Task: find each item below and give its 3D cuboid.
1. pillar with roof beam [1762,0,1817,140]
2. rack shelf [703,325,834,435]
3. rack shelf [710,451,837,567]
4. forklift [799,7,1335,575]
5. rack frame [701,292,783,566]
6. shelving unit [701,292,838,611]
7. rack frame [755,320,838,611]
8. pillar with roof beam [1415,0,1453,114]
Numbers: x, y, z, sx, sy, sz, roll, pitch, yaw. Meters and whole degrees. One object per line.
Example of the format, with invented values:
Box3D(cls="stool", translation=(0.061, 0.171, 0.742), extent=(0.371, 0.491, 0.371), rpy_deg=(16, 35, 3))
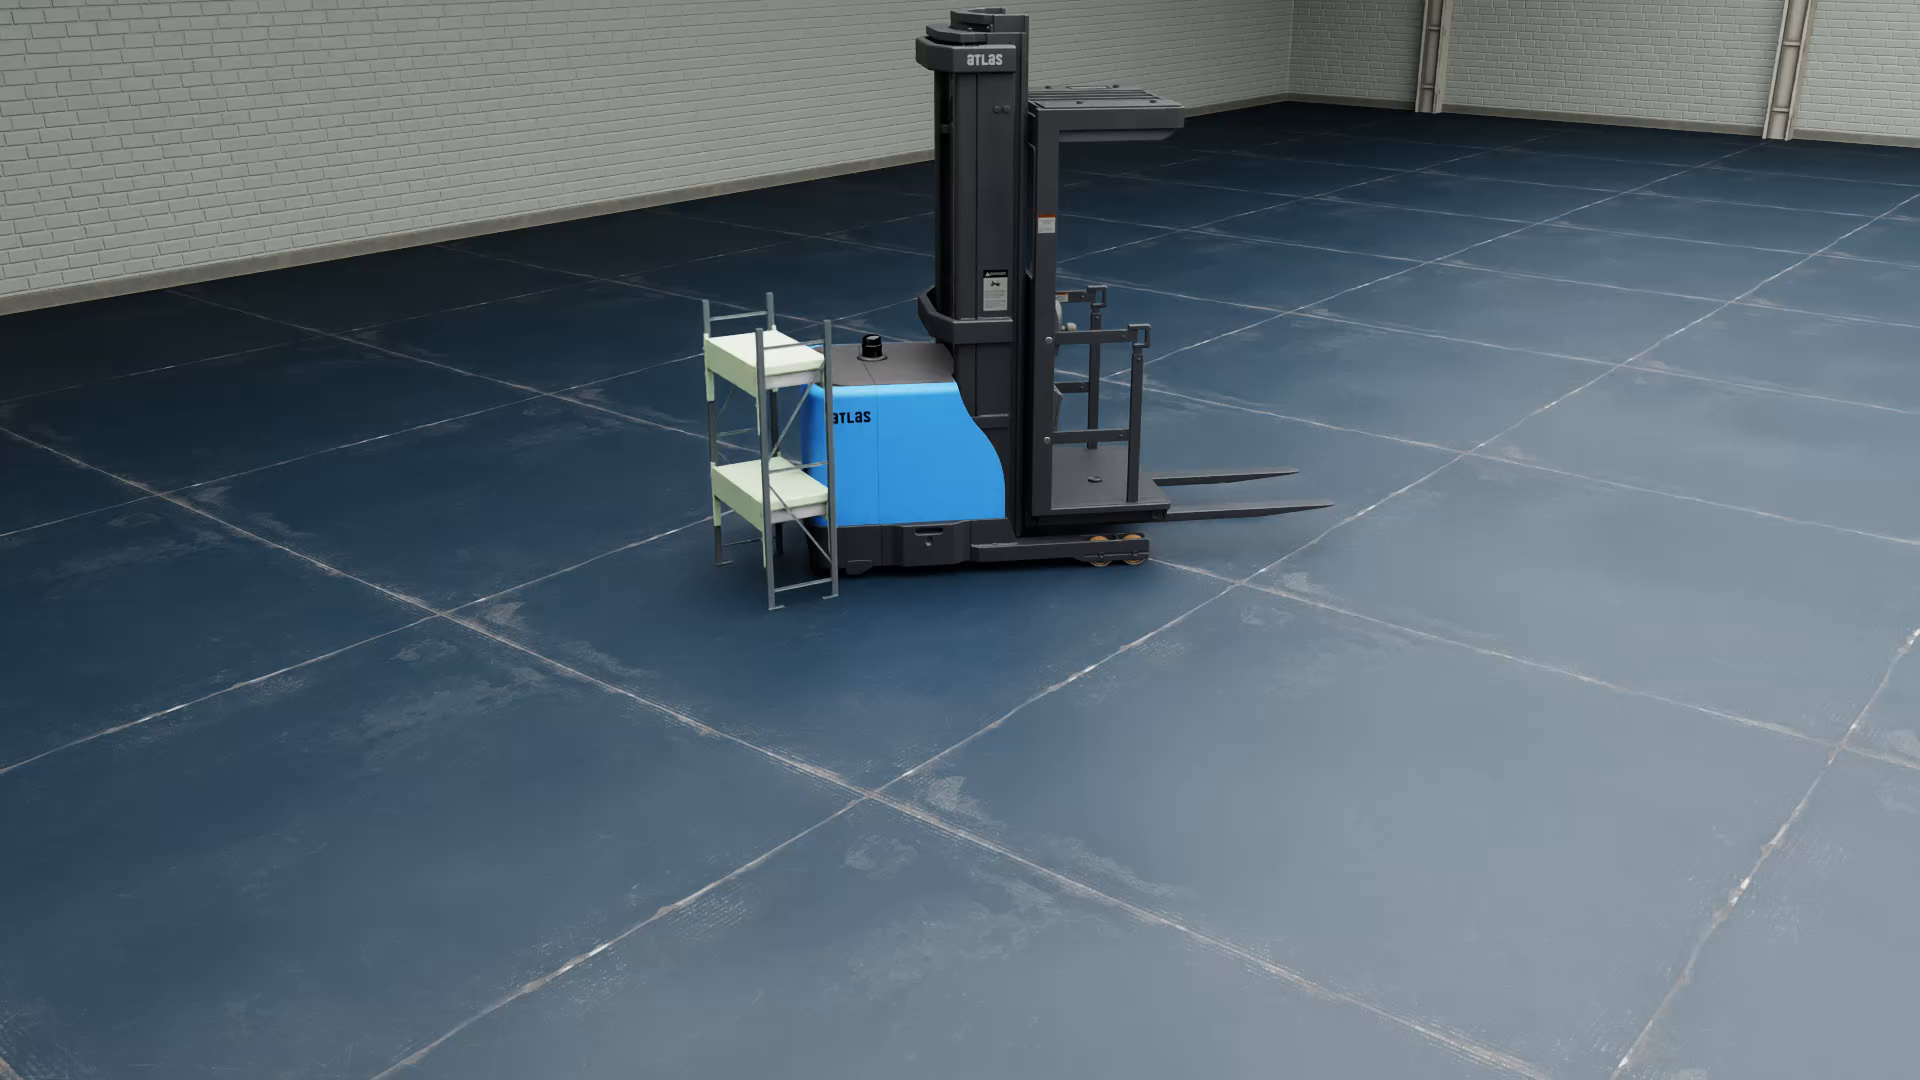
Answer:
Box3D(cls="pillar with roof beam", translation=(10.501, -9.532, 22.191), extent=(0.400, 9.000, 9.100), rpy_deg=(16, 26, 36))
Box3D(cls="rack shelf", translation=(-1.006, -0.846, 8.679), extent=(0.431, 0.370, 0.720), rpy_deg=(-11, 23, -27))
Box3D(cls="rack shelf", translation=(-1.007, -0.176, 8.932), extent=(0.431, 0.370, 0.720), rpy_deg=(-11, 23, -27))
Box3D(cls="forklift", translation=(0.617, -1.405, 9.239), extent=(3.031, 2.935, 1.130), rpy_deg=(-3, 21, -8))
Box3D(cls="rack frame", translation=(-1.185, -0.593, 9.116), extent=(0.400, 1.500, 0.023), rpy_deg=(-11, 23, -27))
Box3D(cls="shelving unit", translation=(-1.006, -0.481, 8.817), extent=(0.431, 1.500, 0.755), rpy_deg=(-11, 23, -27))
Box3D(cls="rack frame", translation=(-0.828, -0.368, 8.518), extent=(0.400, 1.500, 0.023), rpy_deg=(-11, 23, -27))
Box3D(cls="pillar with roof beam", translation=(5.853, -10.870, 25.741), extent=(0.400, 9.000, 9.100), rpy_deg=(16, 26, 36))
